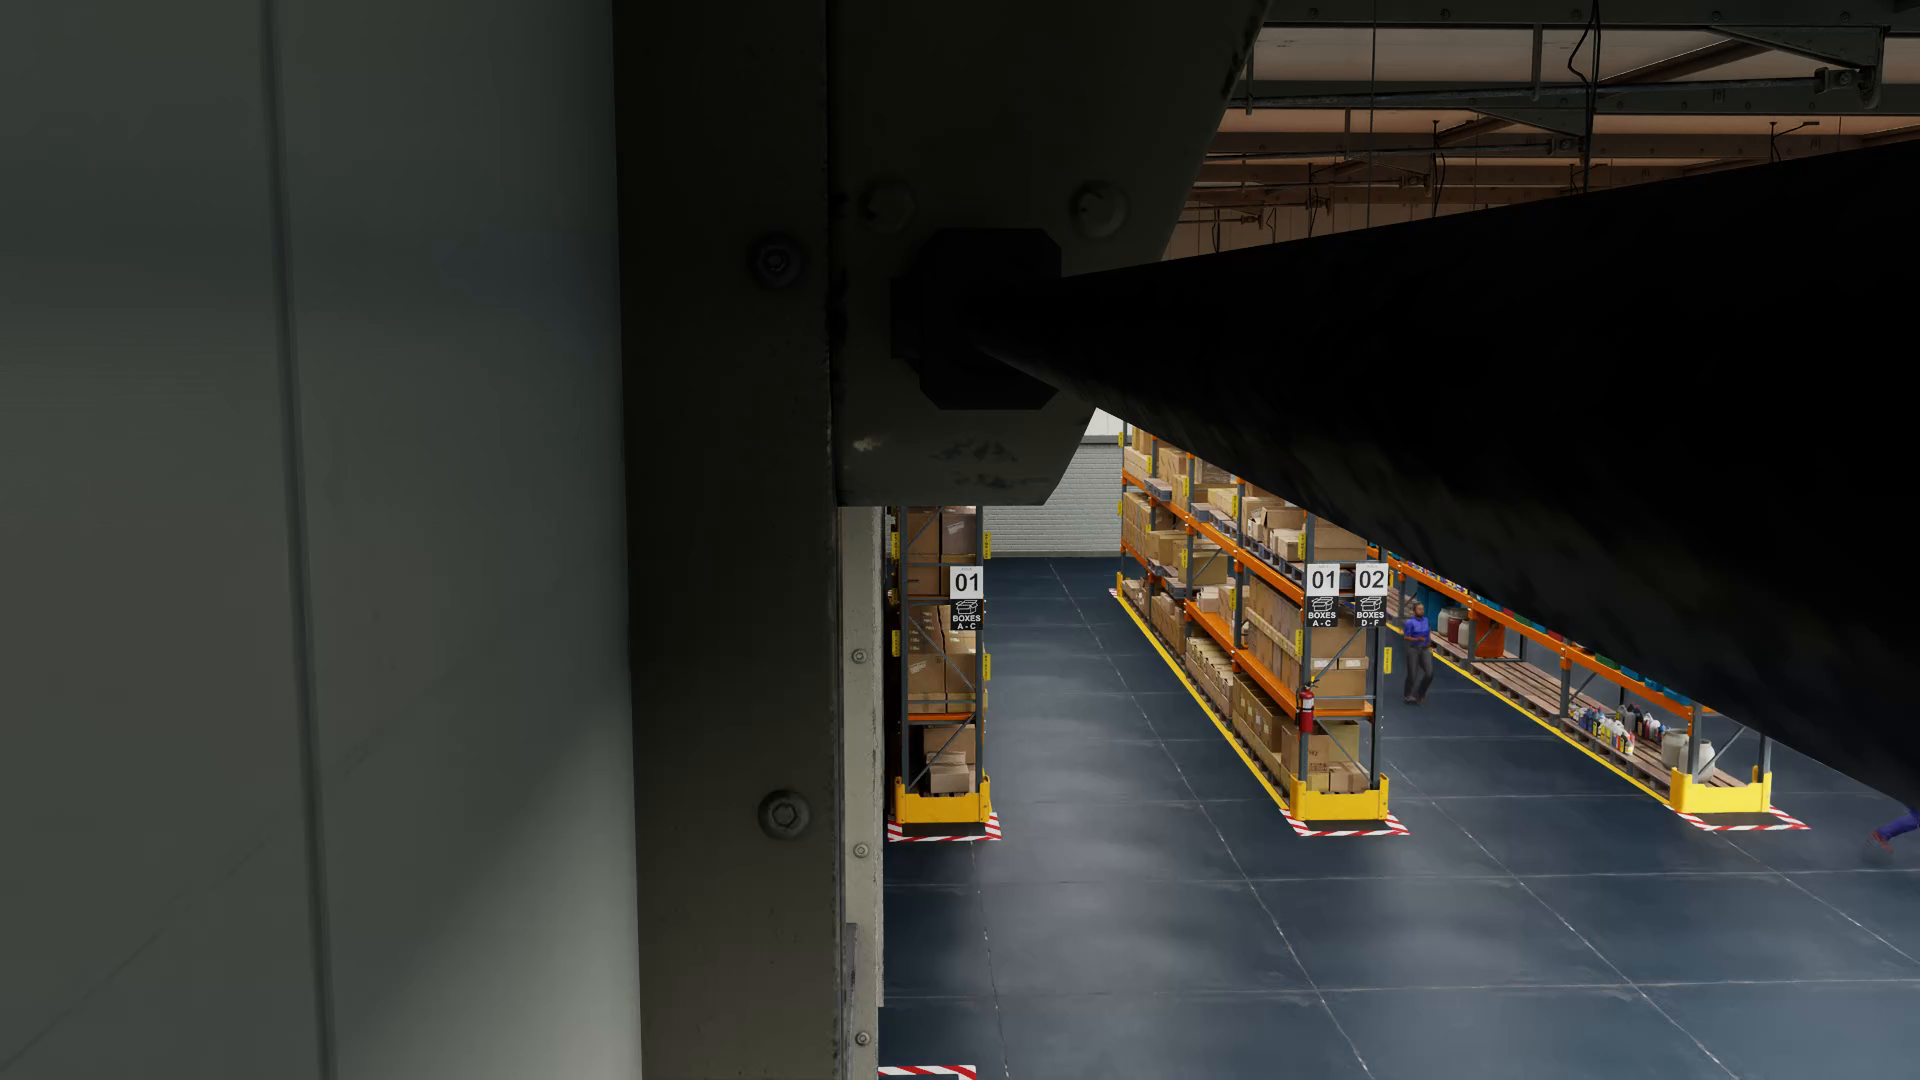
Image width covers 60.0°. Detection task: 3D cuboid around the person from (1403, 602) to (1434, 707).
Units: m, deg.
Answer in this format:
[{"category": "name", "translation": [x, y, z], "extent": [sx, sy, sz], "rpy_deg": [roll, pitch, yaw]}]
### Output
[{"category": "person", "translation": [7.292, 1.826, 26.388], "extent": [0.558, 1.685, 0.667], "rpy_deg": [-2, 8, -12]}]

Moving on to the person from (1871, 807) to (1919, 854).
[{"category": "person", "translation": [10.961, 2.918, 18.809], "extent": [1.037, 1.638, 0.609], "rpy_deg": [4, 9, 25]}]
